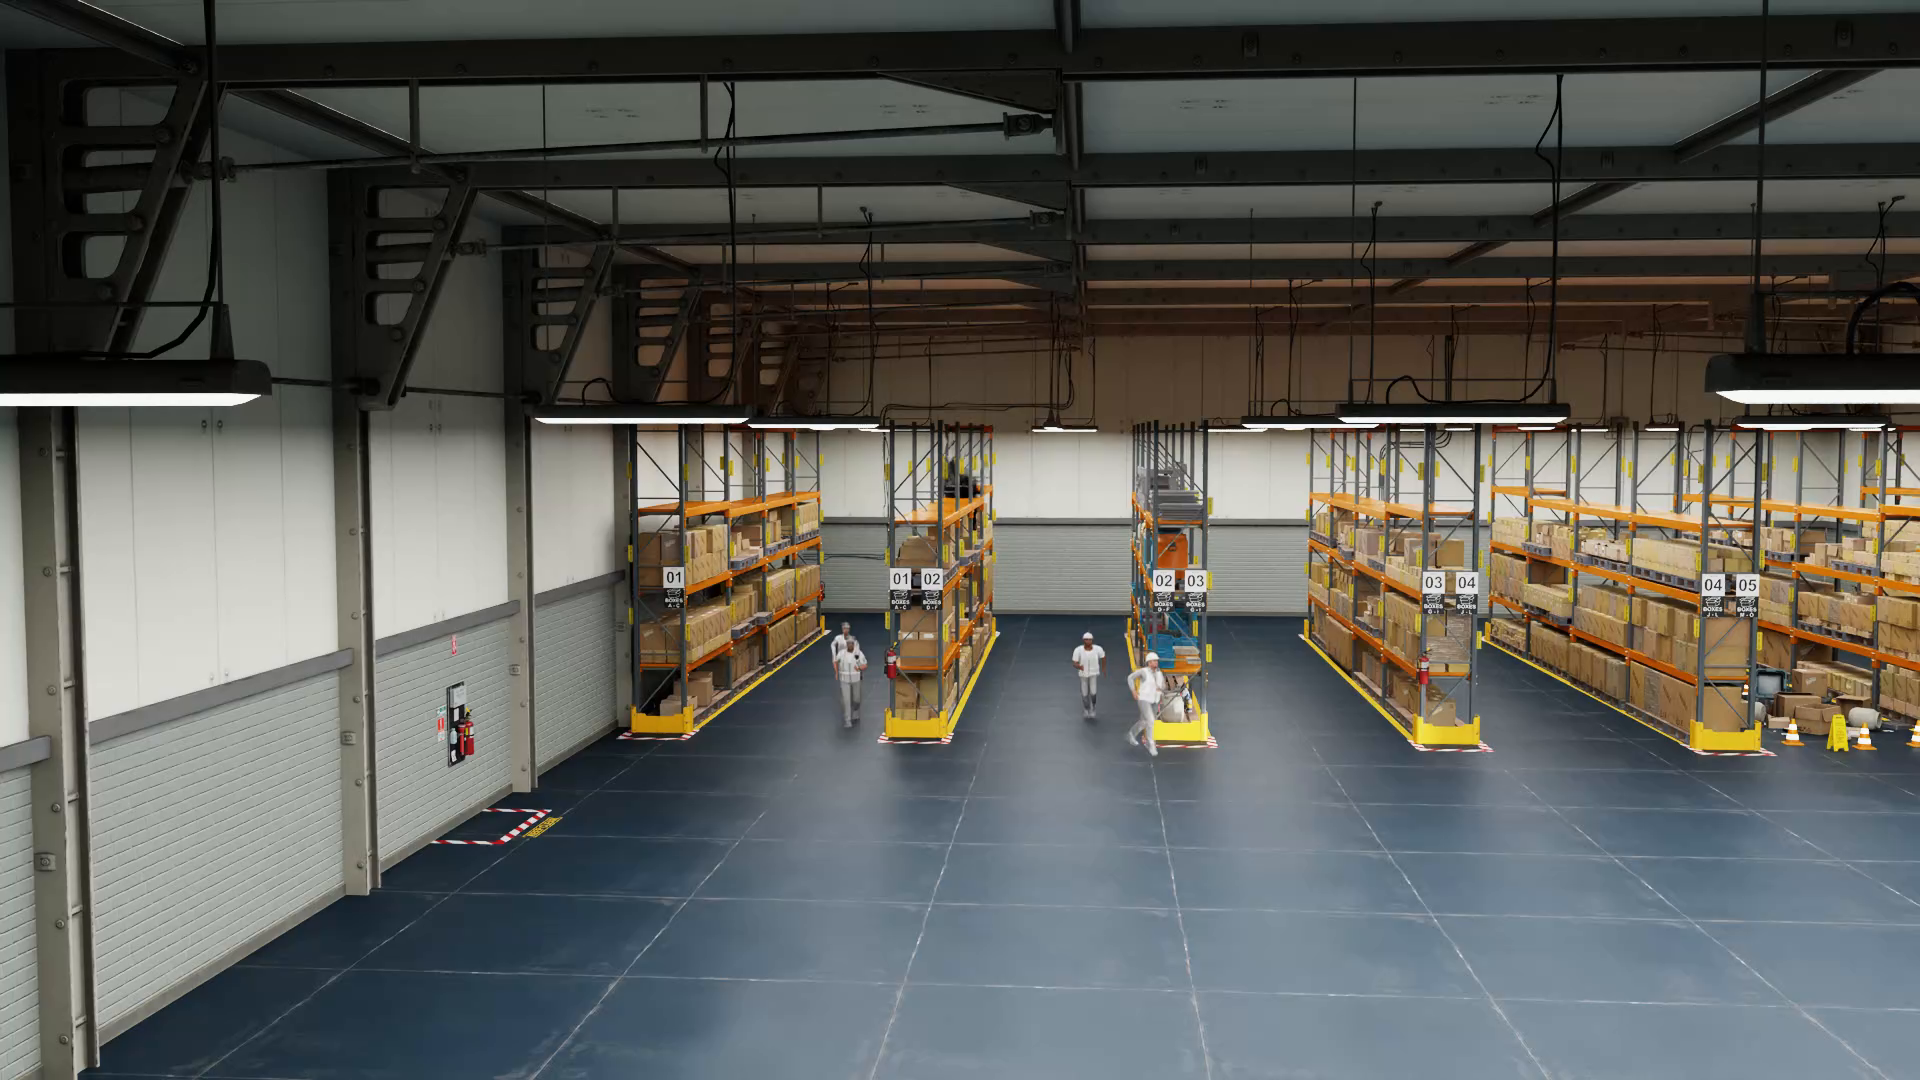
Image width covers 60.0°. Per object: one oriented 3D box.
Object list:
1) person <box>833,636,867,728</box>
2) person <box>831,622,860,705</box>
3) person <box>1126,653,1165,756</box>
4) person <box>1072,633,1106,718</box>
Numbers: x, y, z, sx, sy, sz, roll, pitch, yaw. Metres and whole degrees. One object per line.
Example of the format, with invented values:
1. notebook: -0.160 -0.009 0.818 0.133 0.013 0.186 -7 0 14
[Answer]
1. person: -2.157 2.757 32.730 0.672 1.755 0.912 0 4 -6
2. person: -2.486 2.588 35.559 0.501 1.680 0.837 0 4 -8
3. person: 3.424 2.932 30.157 0.665 1.787 0.907 -3 5 -39
4. person: 2.597 2.726 33.457 0.674 1.737 0.757 0 4 6
